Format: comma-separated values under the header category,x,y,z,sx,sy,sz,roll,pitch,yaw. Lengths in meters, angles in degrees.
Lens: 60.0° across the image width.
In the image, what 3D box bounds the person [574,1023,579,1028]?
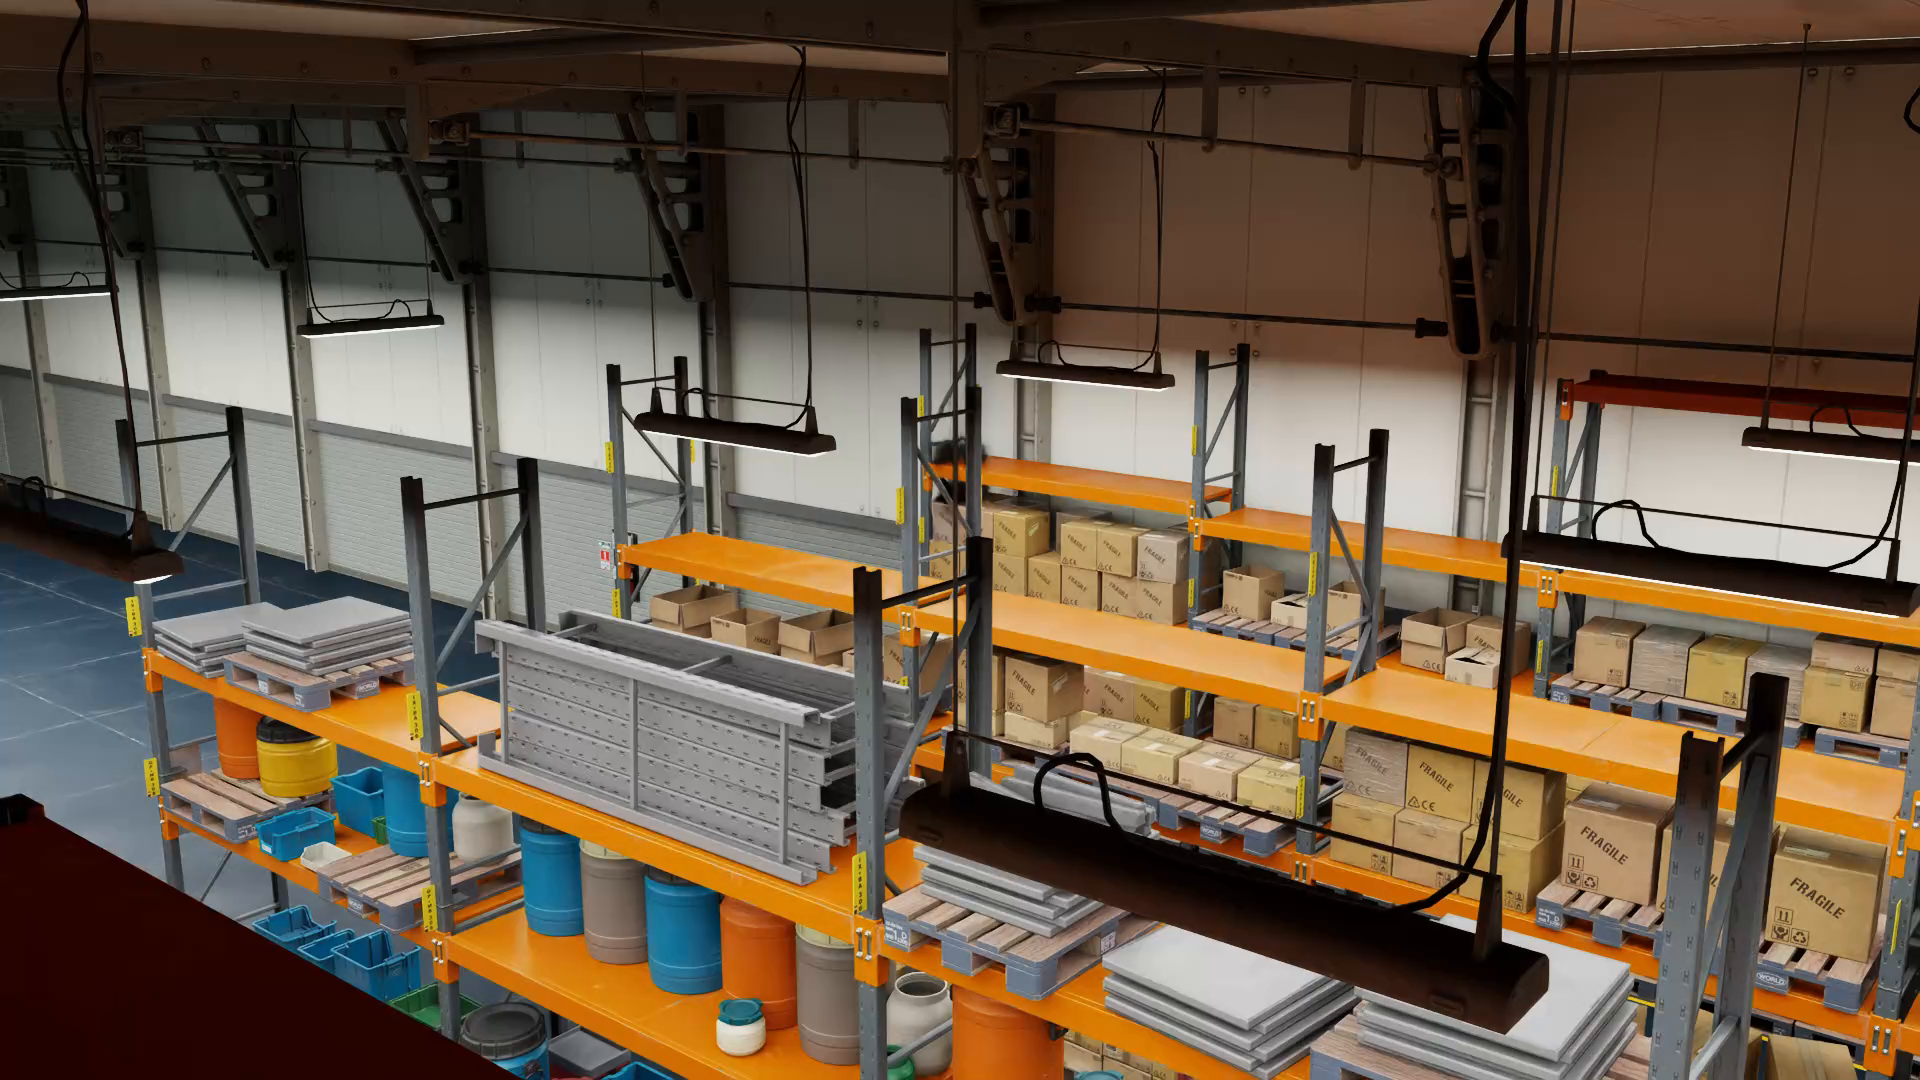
category,x,y,z,sx,sy,sz,roll,pitch,yaw
person,-3.047,4.090,14.155,0.777,1.835,0.638,11,17,41
